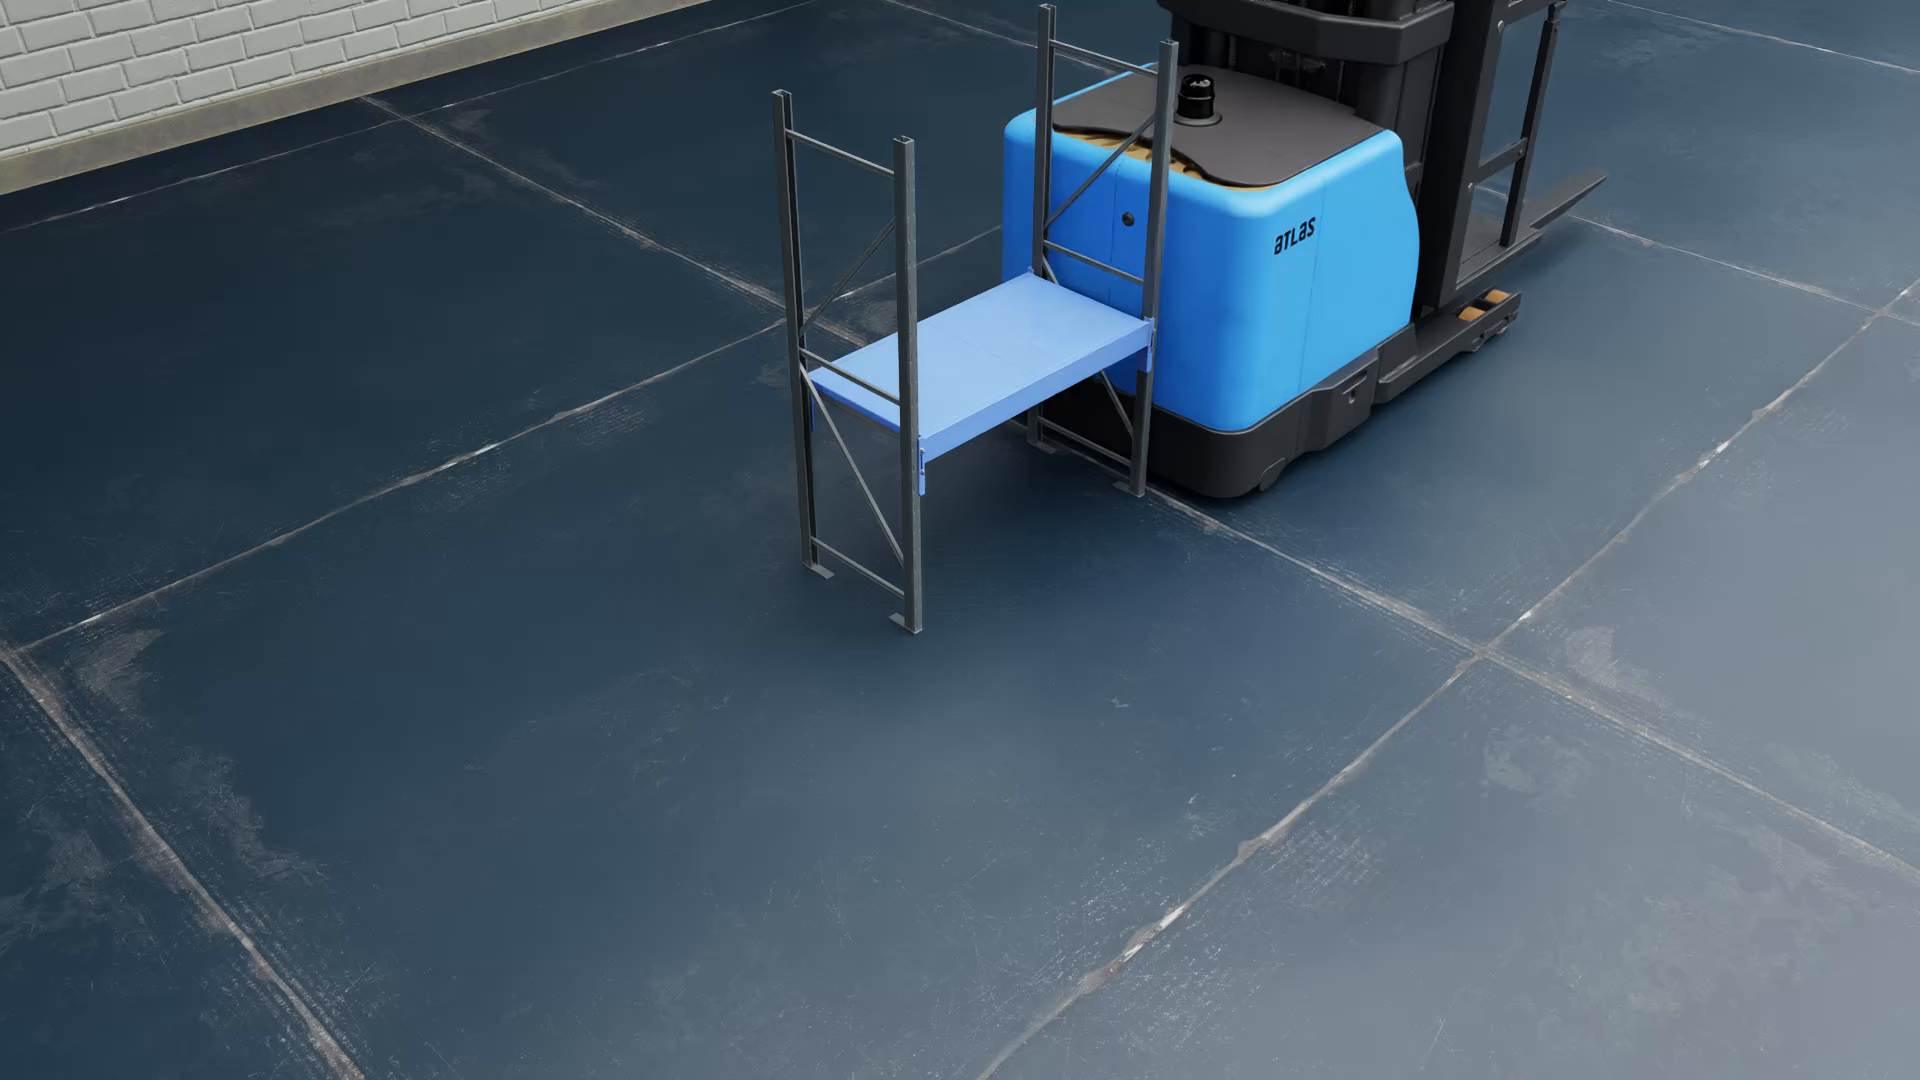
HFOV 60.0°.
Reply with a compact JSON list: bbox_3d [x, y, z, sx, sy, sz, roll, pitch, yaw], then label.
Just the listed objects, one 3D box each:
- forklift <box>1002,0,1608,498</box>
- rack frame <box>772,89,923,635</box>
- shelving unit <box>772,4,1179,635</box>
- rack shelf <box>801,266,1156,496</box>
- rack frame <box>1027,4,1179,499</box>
[{"bbox_3d":[1.497,-2.089,5.684,1.130,2.935,3.031,28,44,34],"label":"forklift"},{"bbox_3d":[-0.298,-0.443,4.575,0.500,1.500,0.032,30,45,35],"label":"rack frame"},{"bbox_3d":[0.060,-0.650,4.871,0.538,1.500,1.048,30,45,35],"label":"shelving unit"},{"bbox_3d":[0.060,-0.502,4.974,0.538,0.185,1.000,30,45,35],"label":"rack shelf"},{"bbox_3d":[0.418,-0.856,5.167,0.500,1.500,0.032,30,45,35],"label":"rack frame"}]
